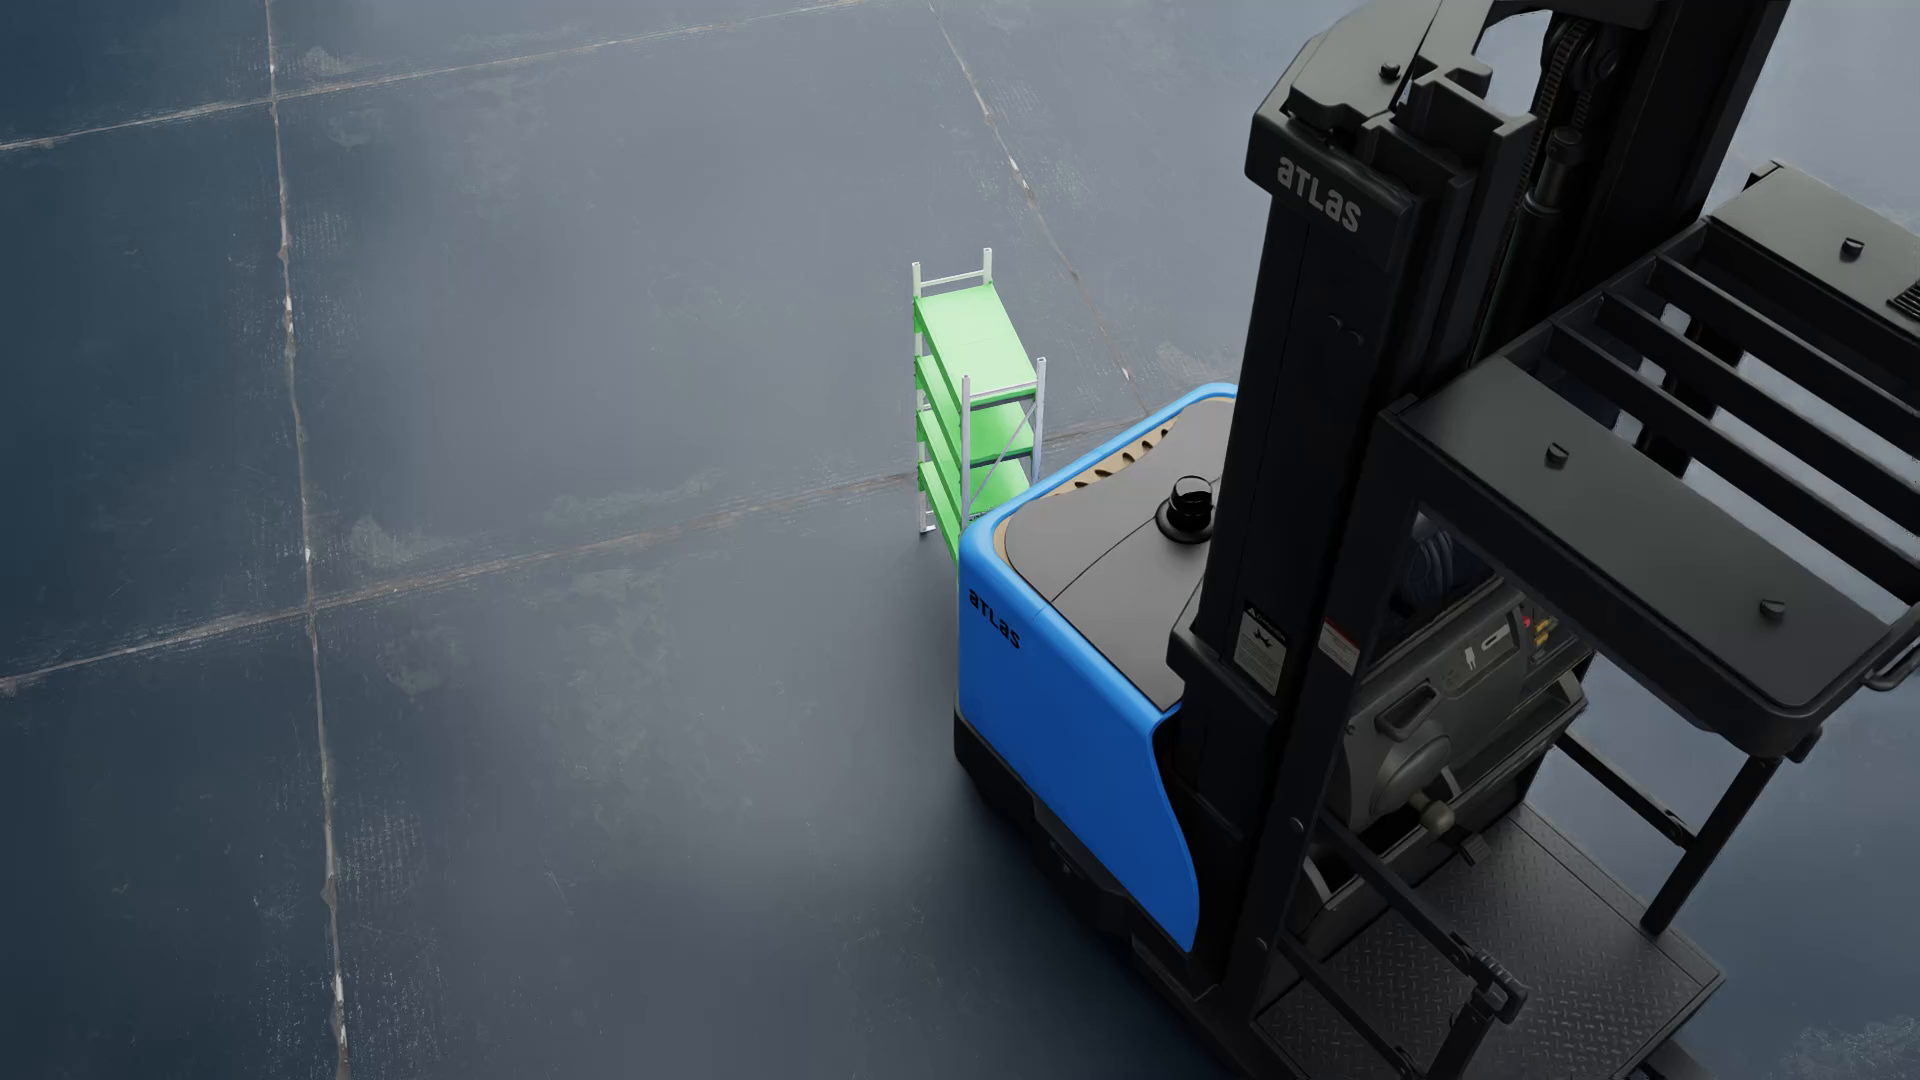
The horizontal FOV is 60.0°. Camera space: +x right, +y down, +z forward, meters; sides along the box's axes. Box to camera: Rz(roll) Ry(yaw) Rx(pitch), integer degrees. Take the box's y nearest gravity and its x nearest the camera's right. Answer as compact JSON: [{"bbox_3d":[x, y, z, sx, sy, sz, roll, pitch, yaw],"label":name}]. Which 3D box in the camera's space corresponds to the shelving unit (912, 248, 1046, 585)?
[{"bbox_3d":[0.049,-0.266,5.189,0.258,1.200,0.503,-13,51,-11],"label":"shelving unit"}]

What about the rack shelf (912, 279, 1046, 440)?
[{"bbox_3d":[0.049,-0.534,4.871,0.258,0.148,0.480,-13,51,-11],"label":"rack shelf"}]

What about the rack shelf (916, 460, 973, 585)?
[{"bbox_3d":[0.049,-0.070,5.422,0.258,0.148,0.480,-13,51,-11],"label":"rack shelf"}]

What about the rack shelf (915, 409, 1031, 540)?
[{"bbox_3d":[0.049,-0.225,5.238,0.258,0.148,0.480,-13,51,-11],"label":"rack shelf"}]

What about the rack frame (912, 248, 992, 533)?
[{"bbox_3d":[-0.023,-0.444,5.340,0.240,1.200,0.015,-13,51,-11],"label":"rack frame"}]

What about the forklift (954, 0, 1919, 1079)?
[{"bbox_3d":[1.286,0.386,3.507,1.130,2.935,3.031,-31,56,-23],"label":"forklift"}]

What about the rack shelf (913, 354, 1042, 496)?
[{"bbox_3d":[0.049,-0.379,5.055,0.258,0.148,0.480,-13,51,-11],"label":"rack shelf"}]

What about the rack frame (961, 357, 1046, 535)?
[{"bbox_3d":[0.121,-0.088,5.039,0.240,1.200,0.015,-13,51,-11],"label":"rack frame"}]
